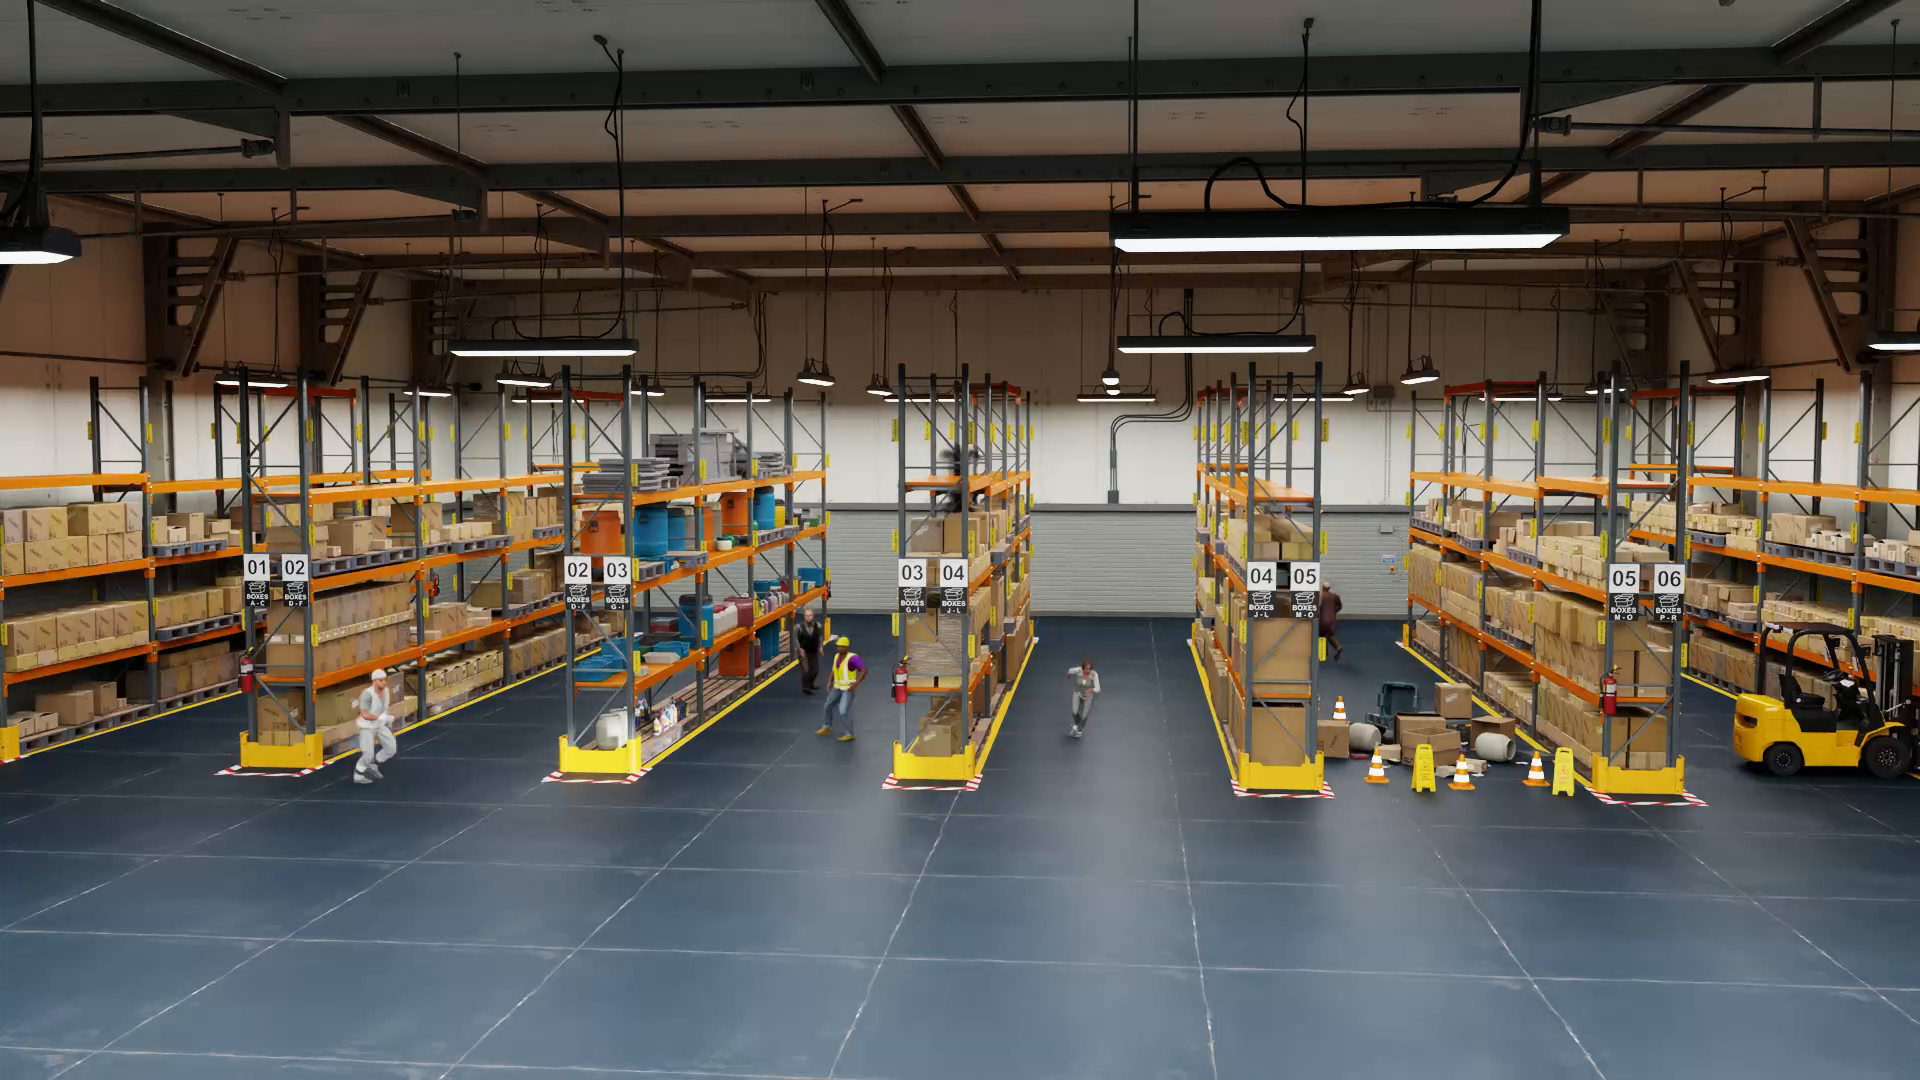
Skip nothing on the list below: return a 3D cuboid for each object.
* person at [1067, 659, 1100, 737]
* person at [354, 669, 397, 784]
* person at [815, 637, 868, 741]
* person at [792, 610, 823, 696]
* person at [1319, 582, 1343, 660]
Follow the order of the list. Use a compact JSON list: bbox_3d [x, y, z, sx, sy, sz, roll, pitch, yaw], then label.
[{"bbox_3d":[2.001,2.584,27.006,0.552,1.346,0.918,0,4,5],"label":"person"},{"bbox_3d":[-8.271,2.648,23.590,0.835,1.669,0.694,2,4,28],"label":"person"},{"bbox_3d":[-1.971,2.421,27.222,0.993,1.694,0.456,3,5,41],"label":"person"},{"bbox_3d":[-2.939,2.144,31.860,0.636,1.659,0.750,-2,4,-26],"label":"person"},{"bbox_3d":[8.148,1.794,36.614,0.715,1.731,0.845,-1,4,-17],"label":"person"}]
